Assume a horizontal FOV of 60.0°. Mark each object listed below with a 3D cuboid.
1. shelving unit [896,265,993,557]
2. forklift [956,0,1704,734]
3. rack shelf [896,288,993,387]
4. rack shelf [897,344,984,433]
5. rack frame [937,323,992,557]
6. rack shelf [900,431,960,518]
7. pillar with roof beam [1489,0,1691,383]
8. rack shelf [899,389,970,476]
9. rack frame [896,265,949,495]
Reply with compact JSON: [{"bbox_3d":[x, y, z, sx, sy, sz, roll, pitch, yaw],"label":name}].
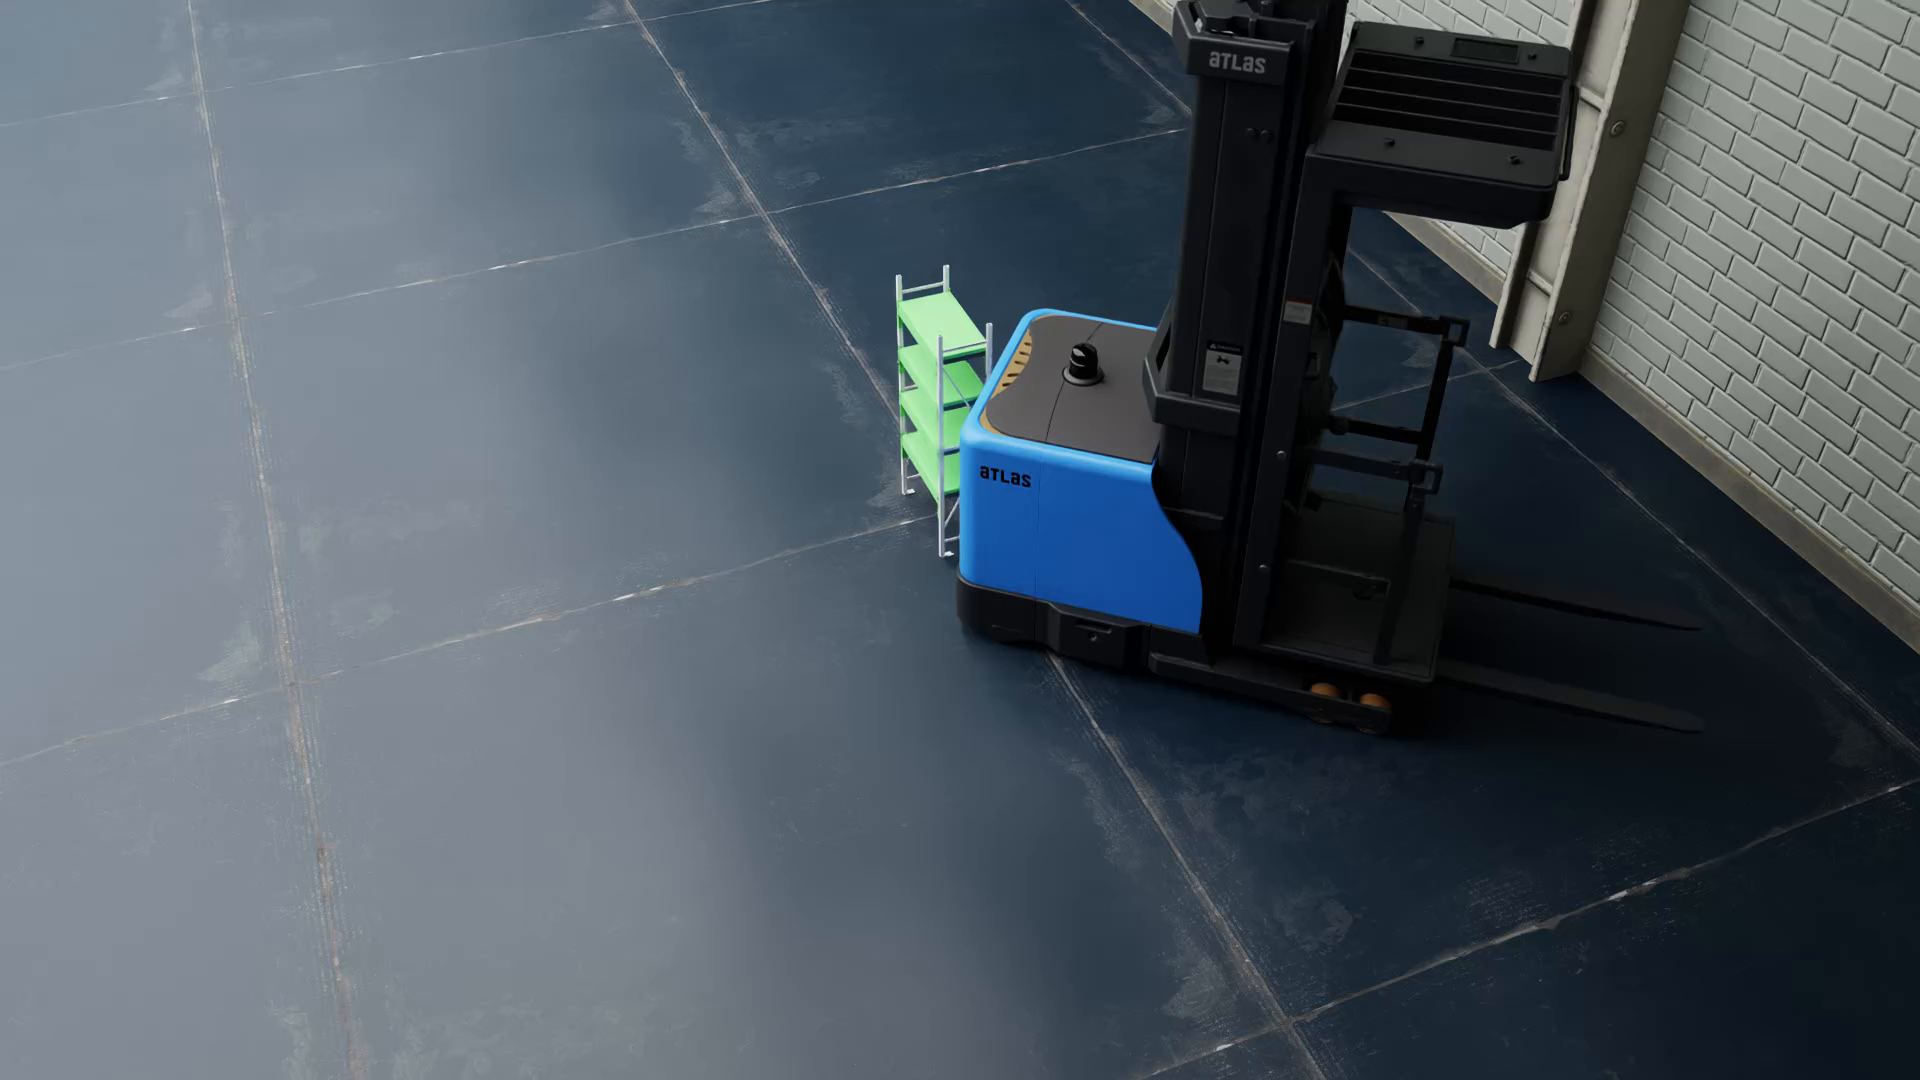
[{"bbox_3d":[-0.071,-0.557,7.396,0.258,1.200,0.503,-15,43,-16],"label":"shelving unit"},{"bbox_3d":[1.559,-0.716,6.253,3.031,2.935,1.130,12,42,14],"label":"forklift"},{"bbox_3d":[-0.071,-0.872,7.125,0.258,0.148,0.480,-15,43,-16],"label":"rack shelf"},{"bbox_3d":[-0.071,-0.691,7.281,0.258,0.148,0.480,-15,43,-16],"label":"rack shelf"},{"bbox_3d":[0.020,-0.409,7.224,0.240,1.200,0.015,-15,43,-16],"label":"rack frame"},{"bbox_3d":[-0.071,-0.327,7.594,0.258,0.148,0.480,-15,43,-16],"label":"rack shelf"},{"bbox_3d":[-0.935,-3.309,4.615,9.100,9.000,0.400,-15,43,-17],"label":"pillar with roof beam"},{"bbox_3d":[-0.071,-0.509,7.438,0.258,0.148,0.480,-15,43,-16],"label":"rack shelf"},{"bbox_3d":[-0.161,-0.705,7.568,0.240,1.200,0.015,-15,43,-16],"label":"rack frame"}]
